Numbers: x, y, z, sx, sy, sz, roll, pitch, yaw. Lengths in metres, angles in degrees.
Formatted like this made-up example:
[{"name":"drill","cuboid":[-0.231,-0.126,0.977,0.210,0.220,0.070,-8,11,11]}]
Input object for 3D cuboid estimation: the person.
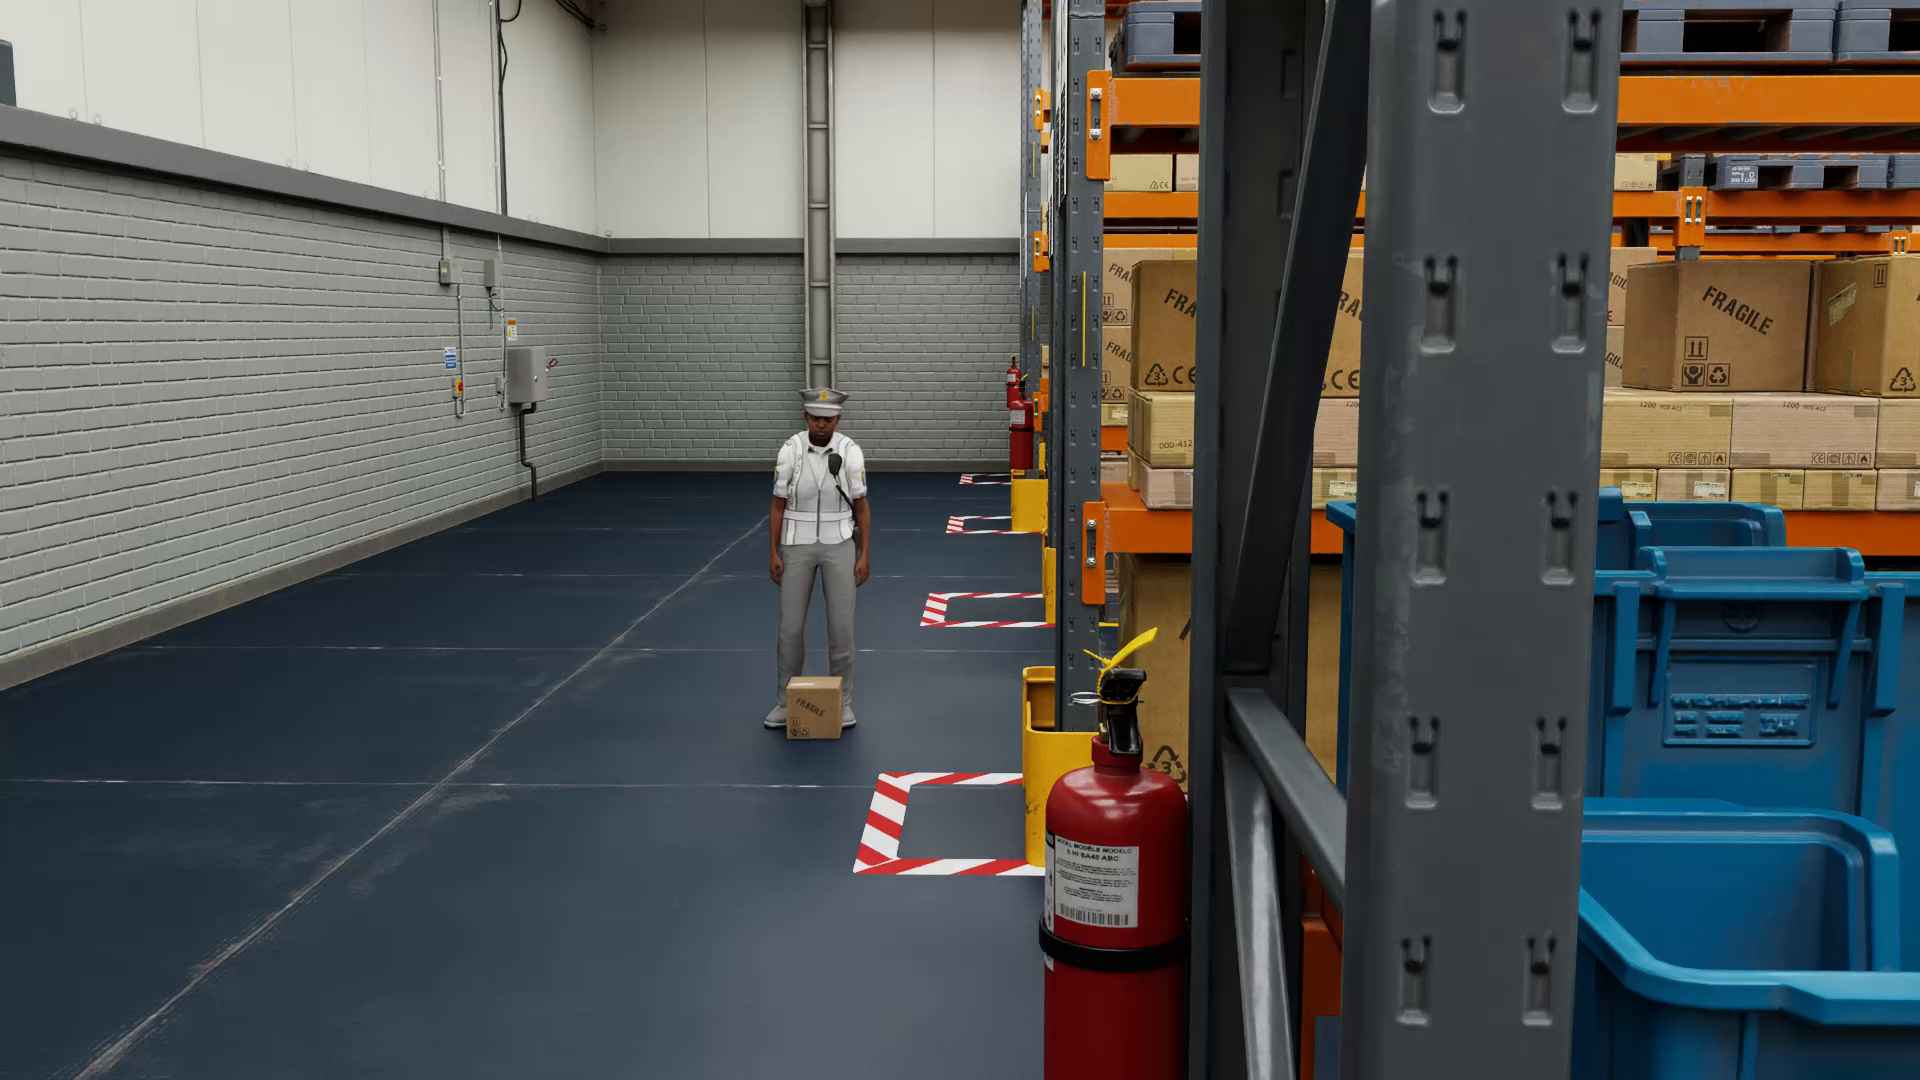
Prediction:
[{"name":"person","cuboid":[-0.703,0.080,8.164,0.525,1.658,0.395,0,7,-2]}]
